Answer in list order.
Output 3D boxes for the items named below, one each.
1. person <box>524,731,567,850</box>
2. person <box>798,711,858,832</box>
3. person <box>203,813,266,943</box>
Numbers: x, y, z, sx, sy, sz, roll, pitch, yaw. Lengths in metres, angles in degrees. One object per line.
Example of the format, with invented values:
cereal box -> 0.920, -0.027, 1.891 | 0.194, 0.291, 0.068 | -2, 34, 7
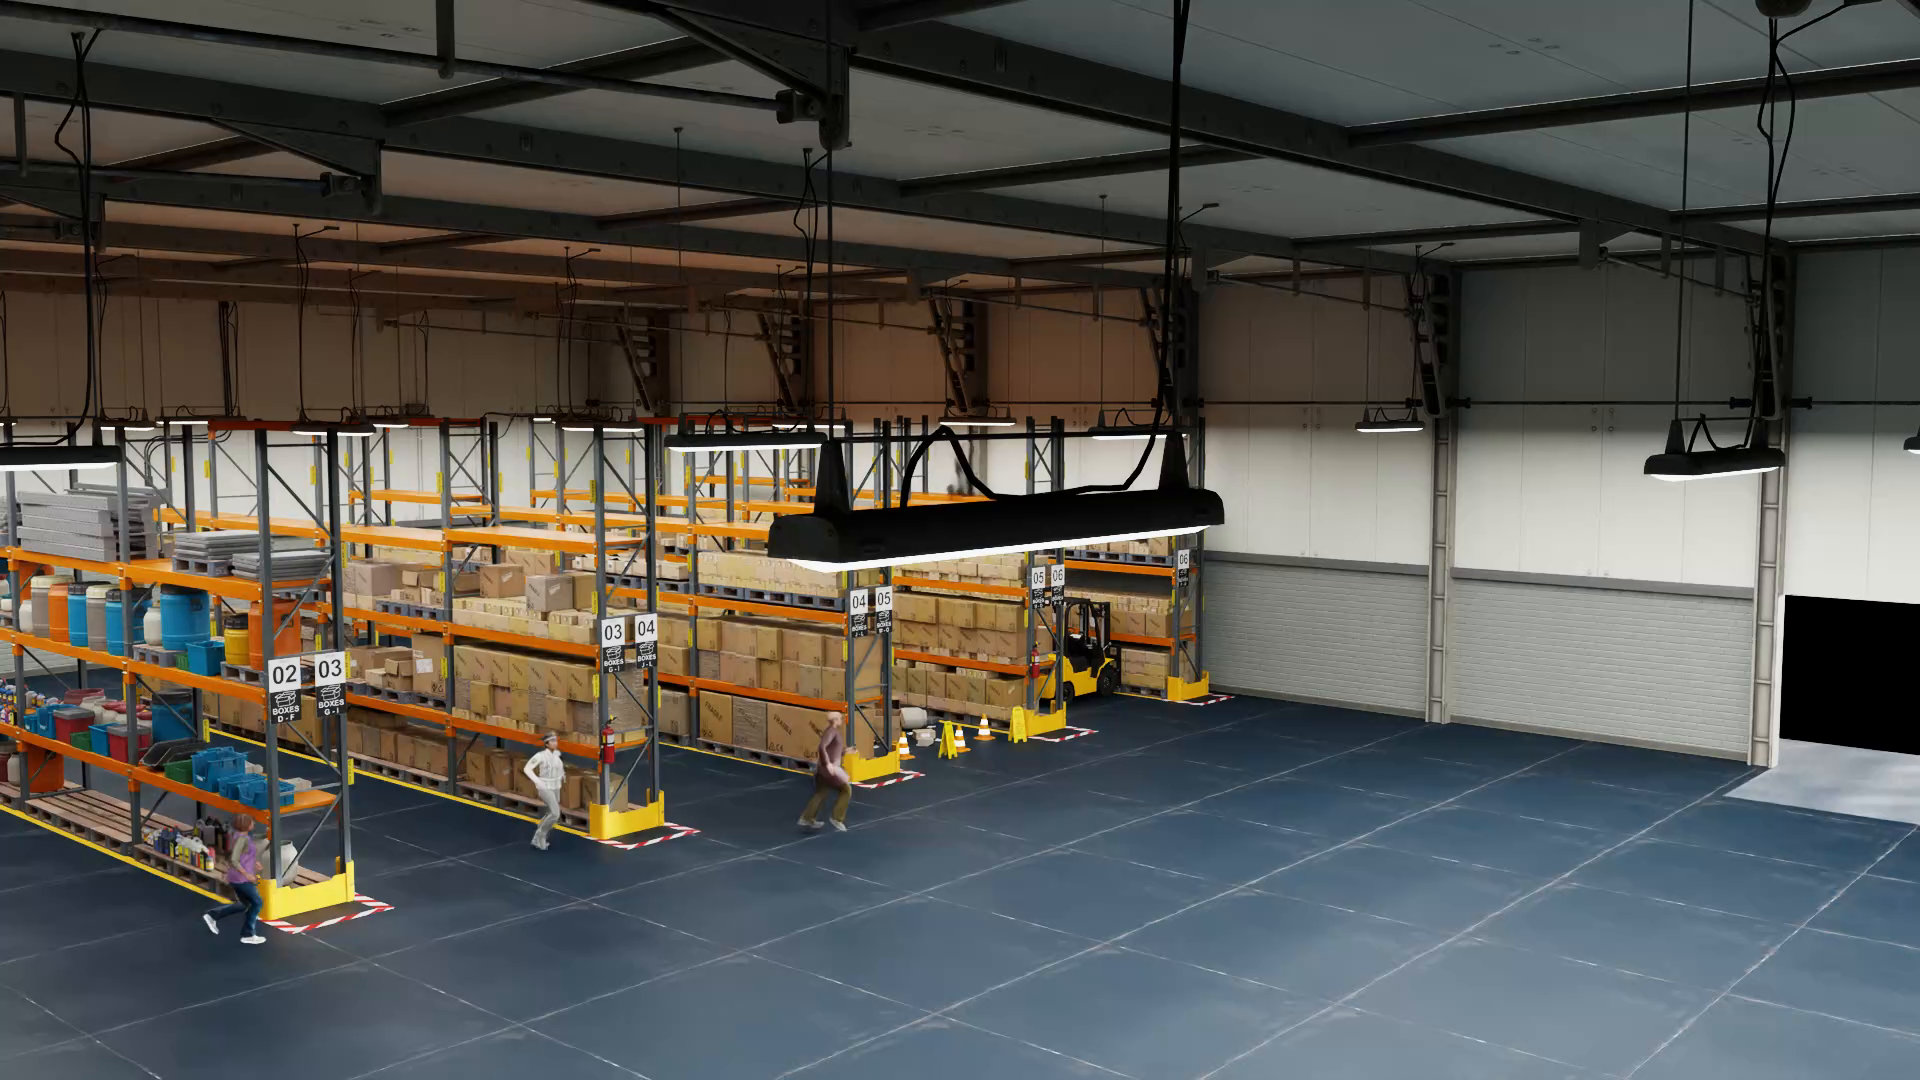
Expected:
person -> -5.804, 3.545, 23.560 | 0.542, 1.664, 0.651 | 2, 5, 27
person -> -1.922, 3.436, 24.529 | 0.936, 1.830, 0.636 | -2, 5, -21
person -> -8.442, 3.959, 19.334 | 0.680, 1.562, 0.525 | -2, 5, -27
